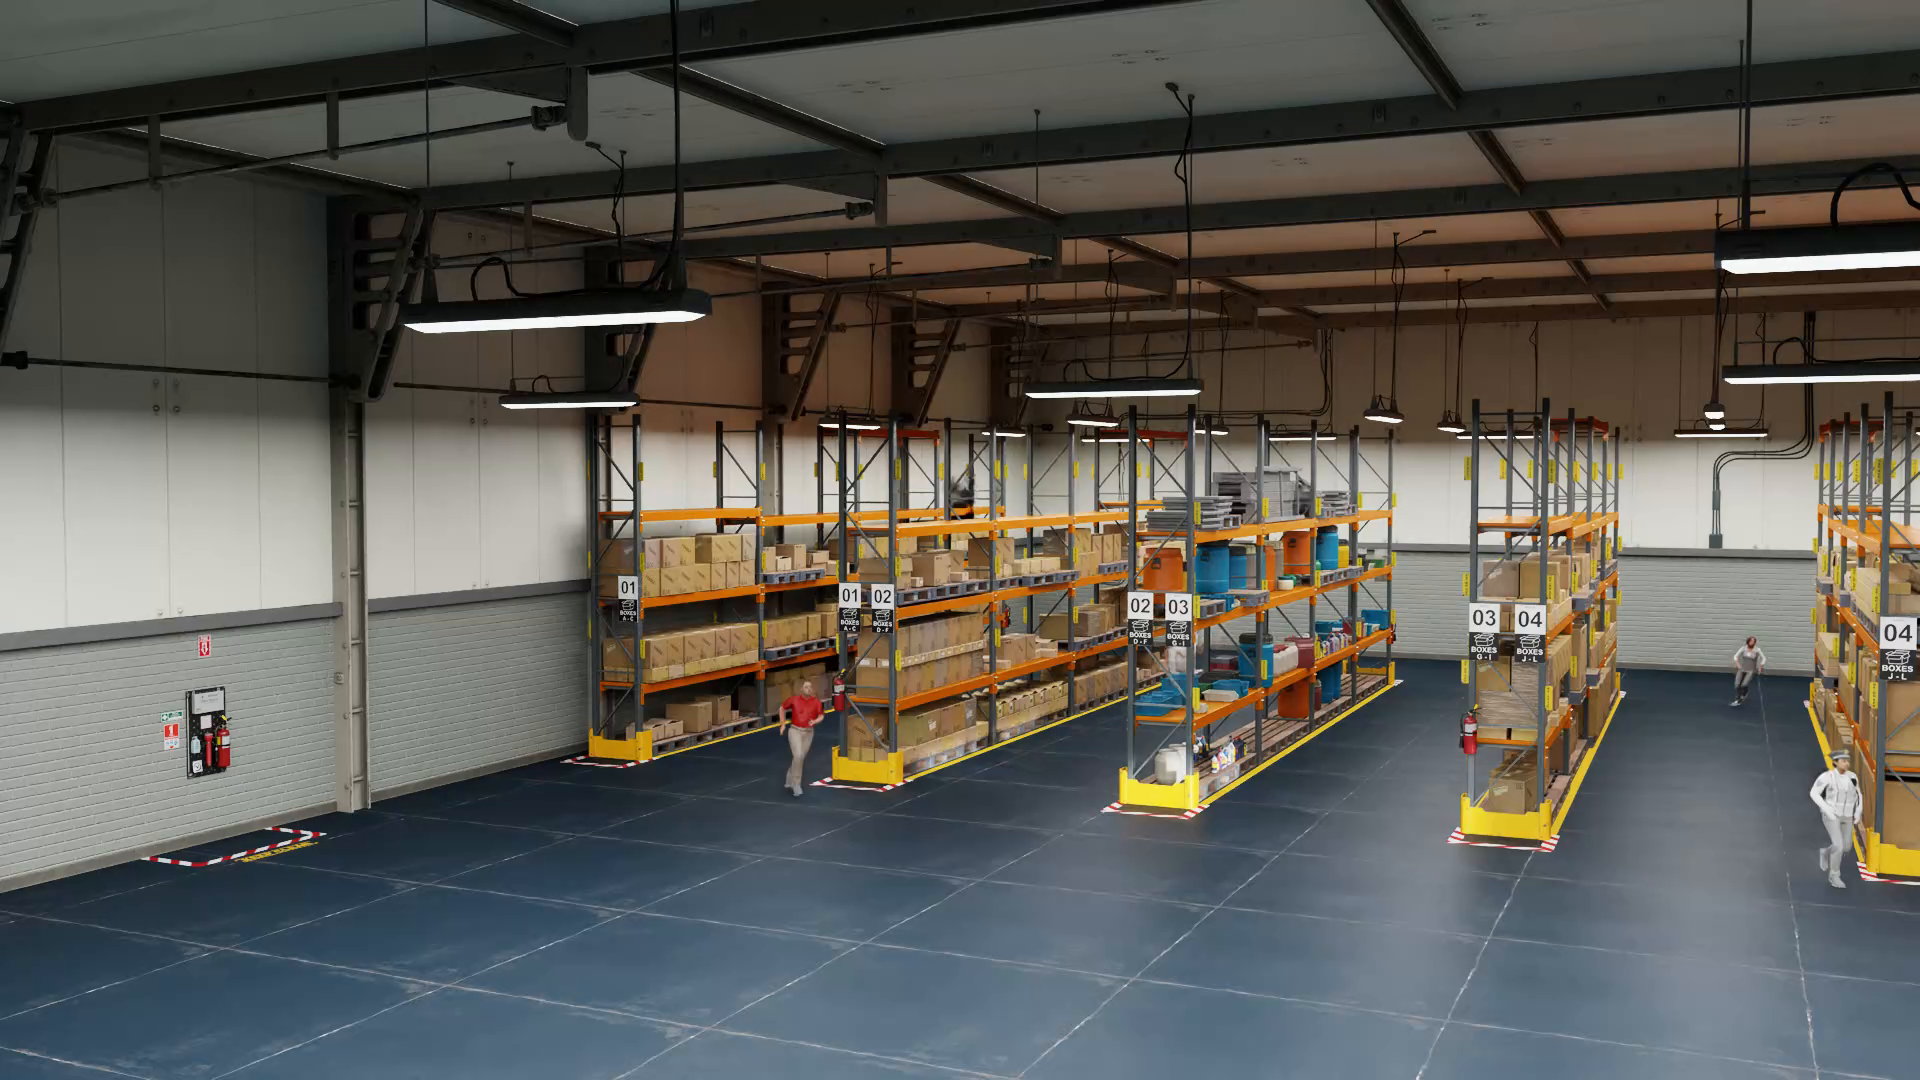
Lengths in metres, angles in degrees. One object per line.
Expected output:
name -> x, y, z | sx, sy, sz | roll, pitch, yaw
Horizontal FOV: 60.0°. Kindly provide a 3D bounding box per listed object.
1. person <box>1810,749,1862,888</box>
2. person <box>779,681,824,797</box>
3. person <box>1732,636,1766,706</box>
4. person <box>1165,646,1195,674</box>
person -> 10.680, 3.354, 20.274 | 0.646, 1.661, 0.593 | 0, 2, -3
person -> -2.438, 3.077, 25.999 | 0.663, 1.730, 0.808 | -1, 3, -26
person -> 16.759, 2.802, 35.364 | 0.628, 1.519, 0.481 | 2, 3, 38
person -> 4.570, 2.666, 34.682 | 0.658, 1.782, 0.962 | 1, 2, 18
